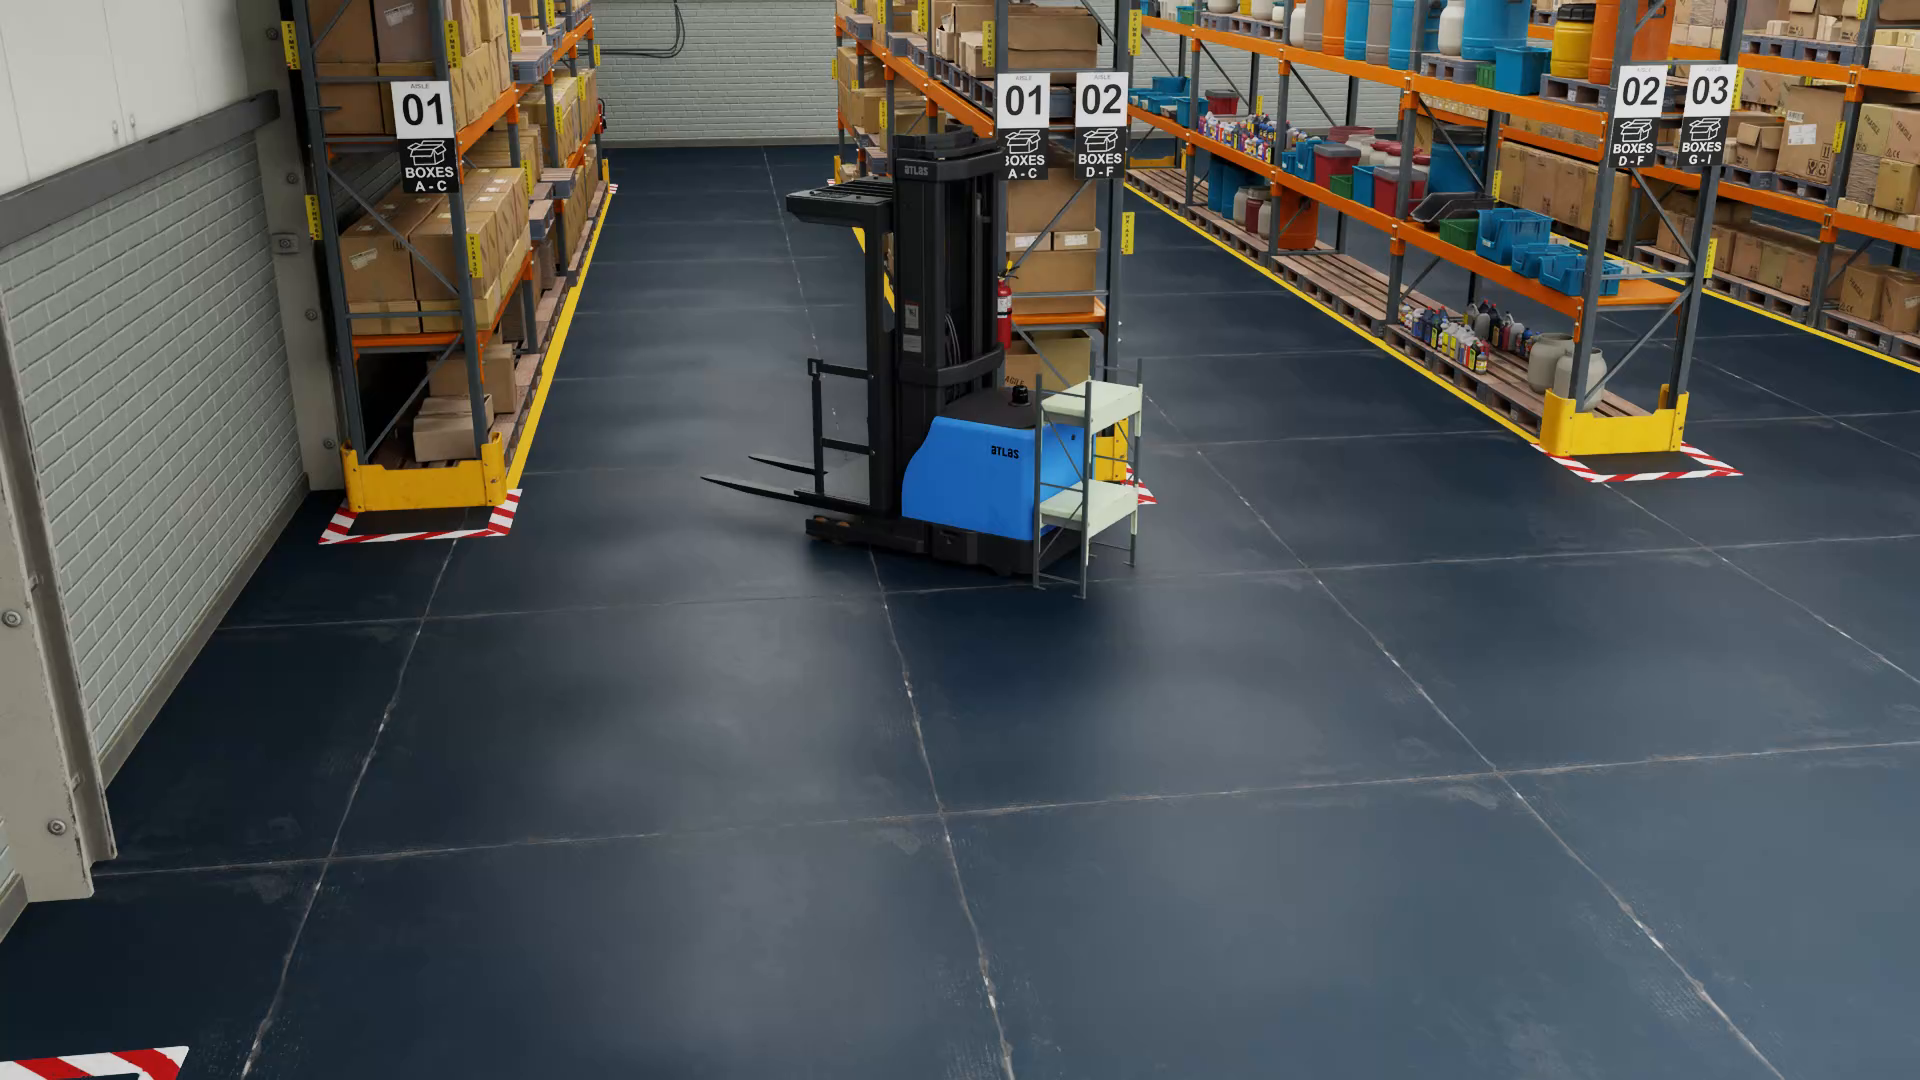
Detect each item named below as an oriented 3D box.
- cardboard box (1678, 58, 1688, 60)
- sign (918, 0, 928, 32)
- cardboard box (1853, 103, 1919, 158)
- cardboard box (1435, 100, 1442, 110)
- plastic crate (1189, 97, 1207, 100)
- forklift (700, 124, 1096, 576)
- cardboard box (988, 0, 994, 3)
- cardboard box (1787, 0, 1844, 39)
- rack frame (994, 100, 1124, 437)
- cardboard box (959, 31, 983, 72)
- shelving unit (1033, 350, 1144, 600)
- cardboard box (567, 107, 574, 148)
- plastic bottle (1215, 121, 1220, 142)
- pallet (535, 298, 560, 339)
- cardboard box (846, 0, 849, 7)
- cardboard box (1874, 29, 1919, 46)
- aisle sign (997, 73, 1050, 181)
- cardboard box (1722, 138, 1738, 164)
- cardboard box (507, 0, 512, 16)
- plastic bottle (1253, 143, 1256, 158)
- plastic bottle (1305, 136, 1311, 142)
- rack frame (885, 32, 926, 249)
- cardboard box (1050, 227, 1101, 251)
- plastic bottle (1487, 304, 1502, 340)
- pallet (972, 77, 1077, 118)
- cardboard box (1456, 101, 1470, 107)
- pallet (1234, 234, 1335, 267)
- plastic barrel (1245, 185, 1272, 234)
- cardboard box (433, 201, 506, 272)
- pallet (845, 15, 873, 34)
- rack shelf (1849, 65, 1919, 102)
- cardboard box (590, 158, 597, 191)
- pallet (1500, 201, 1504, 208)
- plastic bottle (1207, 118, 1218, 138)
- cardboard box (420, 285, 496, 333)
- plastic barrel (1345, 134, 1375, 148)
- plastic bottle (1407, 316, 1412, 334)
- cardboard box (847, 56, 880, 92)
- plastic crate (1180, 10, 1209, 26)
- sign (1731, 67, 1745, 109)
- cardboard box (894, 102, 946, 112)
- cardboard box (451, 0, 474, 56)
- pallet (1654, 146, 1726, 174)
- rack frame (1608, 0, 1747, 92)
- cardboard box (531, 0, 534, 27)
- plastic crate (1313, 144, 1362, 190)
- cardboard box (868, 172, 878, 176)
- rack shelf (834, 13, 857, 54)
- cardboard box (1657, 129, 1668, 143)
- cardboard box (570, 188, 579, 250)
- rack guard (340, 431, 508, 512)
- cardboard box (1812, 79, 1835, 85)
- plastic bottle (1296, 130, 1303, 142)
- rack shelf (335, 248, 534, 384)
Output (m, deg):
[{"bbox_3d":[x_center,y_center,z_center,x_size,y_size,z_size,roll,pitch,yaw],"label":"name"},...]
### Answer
[{"bbox_3d":[12.979,-8.668,29.140,0.500,0.500,0.500,-3,21,-8],"label":"cardboard box"},{"bbox_3d":[-0.355,-5.078,16.049,0.100,0.325,0.005,-3,21,-8],"label":"sign"},{"bbox_3d":[9.798,-4.298,17.440,0.500,0.500,0.500,-3,21,-8],"label":"cardboard box"},{"bbox_3d":[8.167,-7.265,27.739,0.380,0.149,0.250,-3,21,-8],"label":"cardboard box"},{"bbox_3d":[3.892,-6.843,26.334,0.437,0.282,0.530,-3,21,-8],"label":"plastic crate"},{"bbox_3d":[-0.543,-1.485,12.004,3.031,2.935,1.130,12,23,28],"label":"forklift"},{"bbox_3d":[0.131,-5.412,16.675,0.500,0.500,0.500,-3,21,-7],"label":"cardboard box"},{"bbox_3d":[9.878,-5.956,18.842,0.797,0.503,0.637,-2,21,-6],"label":"cardboard box"},{"bbox_3d":[0.758,-1.929,13.094,1.000,3.000,0.127,-3,21,-8],"label":"rack frame"},{"bbox_3d":[0.251,-4.133,14.034,0.500,0.311,0.500,-1,20,-1],"label":"cardboard box"},{"bbox_3d":[0.868,-0.452,11.282,0.431,1.500,0.755,13,24,31],"label":"shelving unit"},{"bbox_3d":[-5.333,-5.358,21.678,0.500,0.500,0.500,-2,21,-6],"label":"cardboard box"},{"bbox_3d":[3.689,-5.822,23.683,0.061,0.283,0.133,-3,21,-8],"label":"plastic bottle"},{"bbox_3d":[-5.013,-2.449,18.472,1.003,0.211,1.213,-3,21,-8],"label":"pallet"},{"bbox_3d":[-1.450,-8.154,24.974,0.500,0.250,0.500,-3,21,-8],"label":"cardboard box"},{"bbox_3d":[9.726,-5.206,17.225,0.380,0.149,0.250,-4,21,-9],"label":"cardboard box"},{"bbox_3d":[0.476,-3.109,12.538,0.394,0.787,0.004,-3,21,-8],"label":"aisle sign"},{"bbox_3d":[9.422,-4.732,20.212,0.500,0.250,0.500,-4,21,-9],"label":"cardboard box"},{"bbox_3d":[-4.898,-5.332,17.174,0.500,0.500,0.500,-4,21,-10],"label":"cardboard box"},{"bbox_3d":[3.952,-5.195,22.121,0.097,0.201,0.097,0,20,0],"label":"plastic bottle"},{"bbox_3d":[4.648,-5.252,22.174,0.097,0.271,0.097,0,20,0],"label":"plastic bottle"},{"bbox_3d":[-0.396,-4.699,20.510,1.000,3.000,0.127,-3,21,-8],"label":"rack frame"},{"bbox_3d":[0.914,-2.426,13.355,0.380,0.149,0.250,-3,21,-8],"label":"cardboard box"},{"bbox_3d":[5.489,-2.253,17.118,0.144,0.351,0.185,-4,21,-10],"label":"plastic bottle"},{"bbox_3d":[0.681,-3.539,13.243,1.003,0.211,1.213,-3,21,-8],"label":"pallet"},{"bbox_3d":[8.357,-7.147,26.853,0.500,0.250,0.500,-2,21,-7],"label":"cardboard box"},{"bbox_3d":[4.352,-3.912,22.388,1.003,0.211,1.213,-3,21,-8],"label":"pallet"},{"bbox_3d":[4.256,-4.574,23.022,0.600,0.588,0.708,-3,21,-8],"label":"plastic barrel"},{"bbox_3d":[-4.045,-2.499,13.735,0.500,0.500,0.500,-4,21,-10],"label":"cardboard box"},{"bbox_3d":[-0.948,-7.172,23.112,1.213,0.211,1.003,-3,21,-8],"label":"pallet"},{"bbox_3d":[10.273,-4.188,15.883,1.077,0.370,4.000,-3,21,-8],"label":"rack shelf"},{"bbox_3d":[-6.178,-5.833,26.518,0.700,0.500,0.500,-3,21,-8],"label":"cardboard box"},{"bbox_3d":[8.799,-5.543,26.755,1.003,0.211,1.213,-3,21,-8],"label":"pallet"},{"bbox_3d":[3.672,-5.968,24.085,0.152,0.276,0.135,-3,21,-8],"label":"plastic bottle"},{"bbox_3d":[-3.900,-1.802,12.939,0.500,0.250,0.500,-4,21,-9],"label":"cardboard box"},{"bbox_3d":[4.866,-4.654,20.231,0.421,0.512,0.421,0,20,0],"label":"plastic barrel"},{"bbox_3d":[4.725,-2.255,17.337,0.097,0.201,0.097,0,20,0],"label":"plastic bottle"},{"bbox_3d":[-1.450,-7.113,25.401,0.500,0.500,0.500,-3,21,-7],"label":"cardboard box"},{"bbox_3d":[3.570,-7.770,24.747,0.450,0.188,0.662,-3,21,-8],"label":"plastic crate"},{"bbox_3d":[6.205,-3.613,13.303,0.100,0.325,0.005,-3,21,-8],"label":"sign"},{"bbox_3d":[-0.541,-5.481,21.861,0.700,0.500,0.500,1,20,2],"label":"cardboard box"},{"bbox_3d":[-3.981,-3.929,12.562,0.500,0.500,0.500,-3,21,-8],"label":"cardboard box"},{"bbox_3d":[9.616,-4.866,21.231,1.213,0.211,1.003,-3,21,-8],"label":"pallet"},{"bbox_3d":[5.660,-4.988,12.709,1.000,3.000,0.127,-3,21,-8],"label":"rack frame"},{"bbox_3d":[-5.552,-6.452,20.144,0.700,0.500,0.500,-4,21,-11],"label":"cardboard box"},{"bbox_3d":[4.437,-4.402,19.625,0.402,0.464,0.583,-3,21,-8],"label":"plastic crate"},{"bbox_3d":[-0.999,-4.944,23.039,0.500,0.250,0.500,-3,21,-8],"label":"cardboard box"},{"bbox_3d":[-1.261,-7.844,25.673,1.077,0.370,4.000,-3,21,-8],"label":"rack shelf"},{"bbox_3d":[9.091,-5.402,22.250,0.500,0.500,0.500,-2,21,-6],"label":"cardboard box"},{"bbox_3d":[-5.393,-4.202,21.652,0.750,0.750,0.750,-3,21,-8],"label":"cardboard box"},{"bbox_3d":[-4.155,-0.533,12.929,1.175,0.500,0.348,-3,21,-8],"label":"rack guard"},{"bbox_3d":[13.356,-6.995,25.567,0.380,0.149,0.250,-2,21,-5],"label":"cardboard box"},{"bbox_3d":[4.643,-5.461,22.718,0.061,0.283,0.133,-3,21,-8],"label":"plastic bottle"},{"bbox_3d":[-4.432,-2.033,14.401,1.077,0.370,4.000,-3,21,-8],"label":"rack shelf"}]
